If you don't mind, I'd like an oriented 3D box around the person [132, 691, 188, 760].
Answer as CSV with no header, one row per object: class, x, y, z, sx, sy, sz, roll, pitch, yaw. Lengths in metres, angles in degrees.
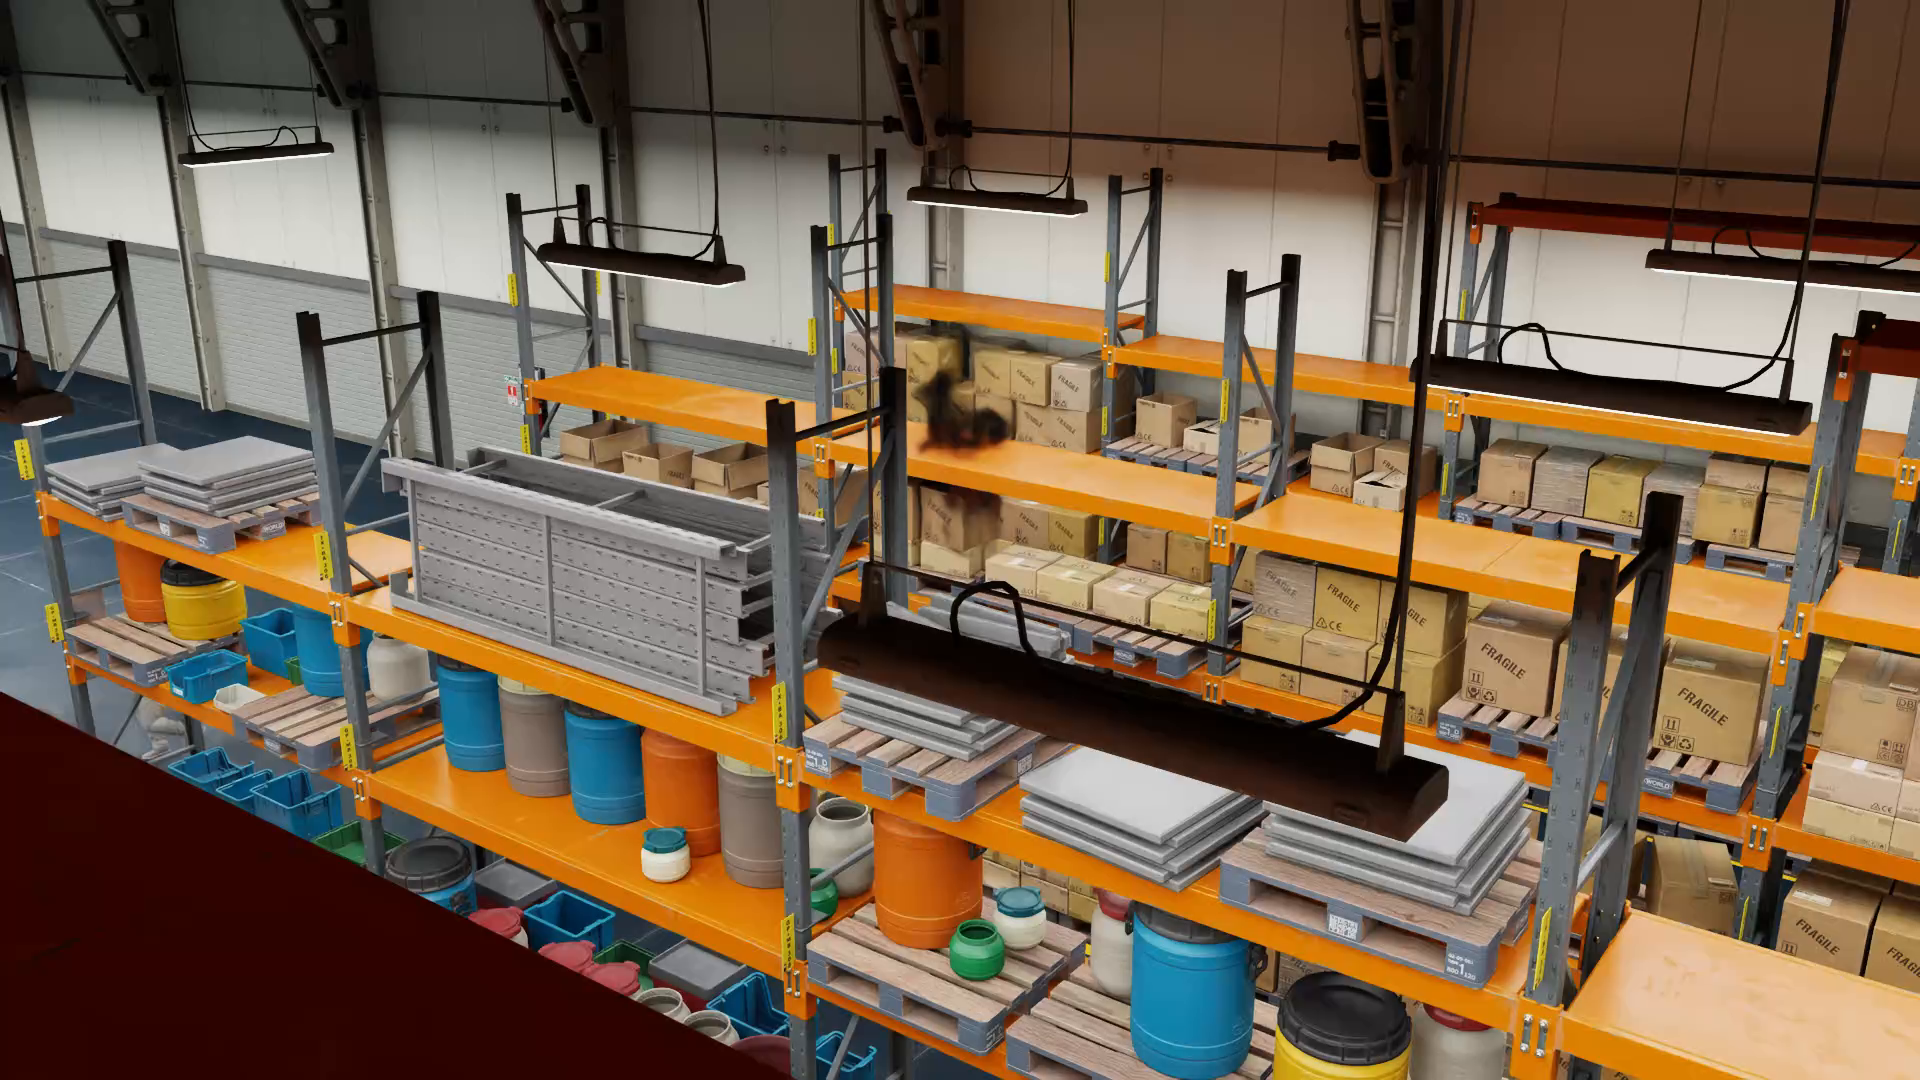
person,-8.612,1.563,17.896,0.586,1.643,0.630,-8,20,-23
